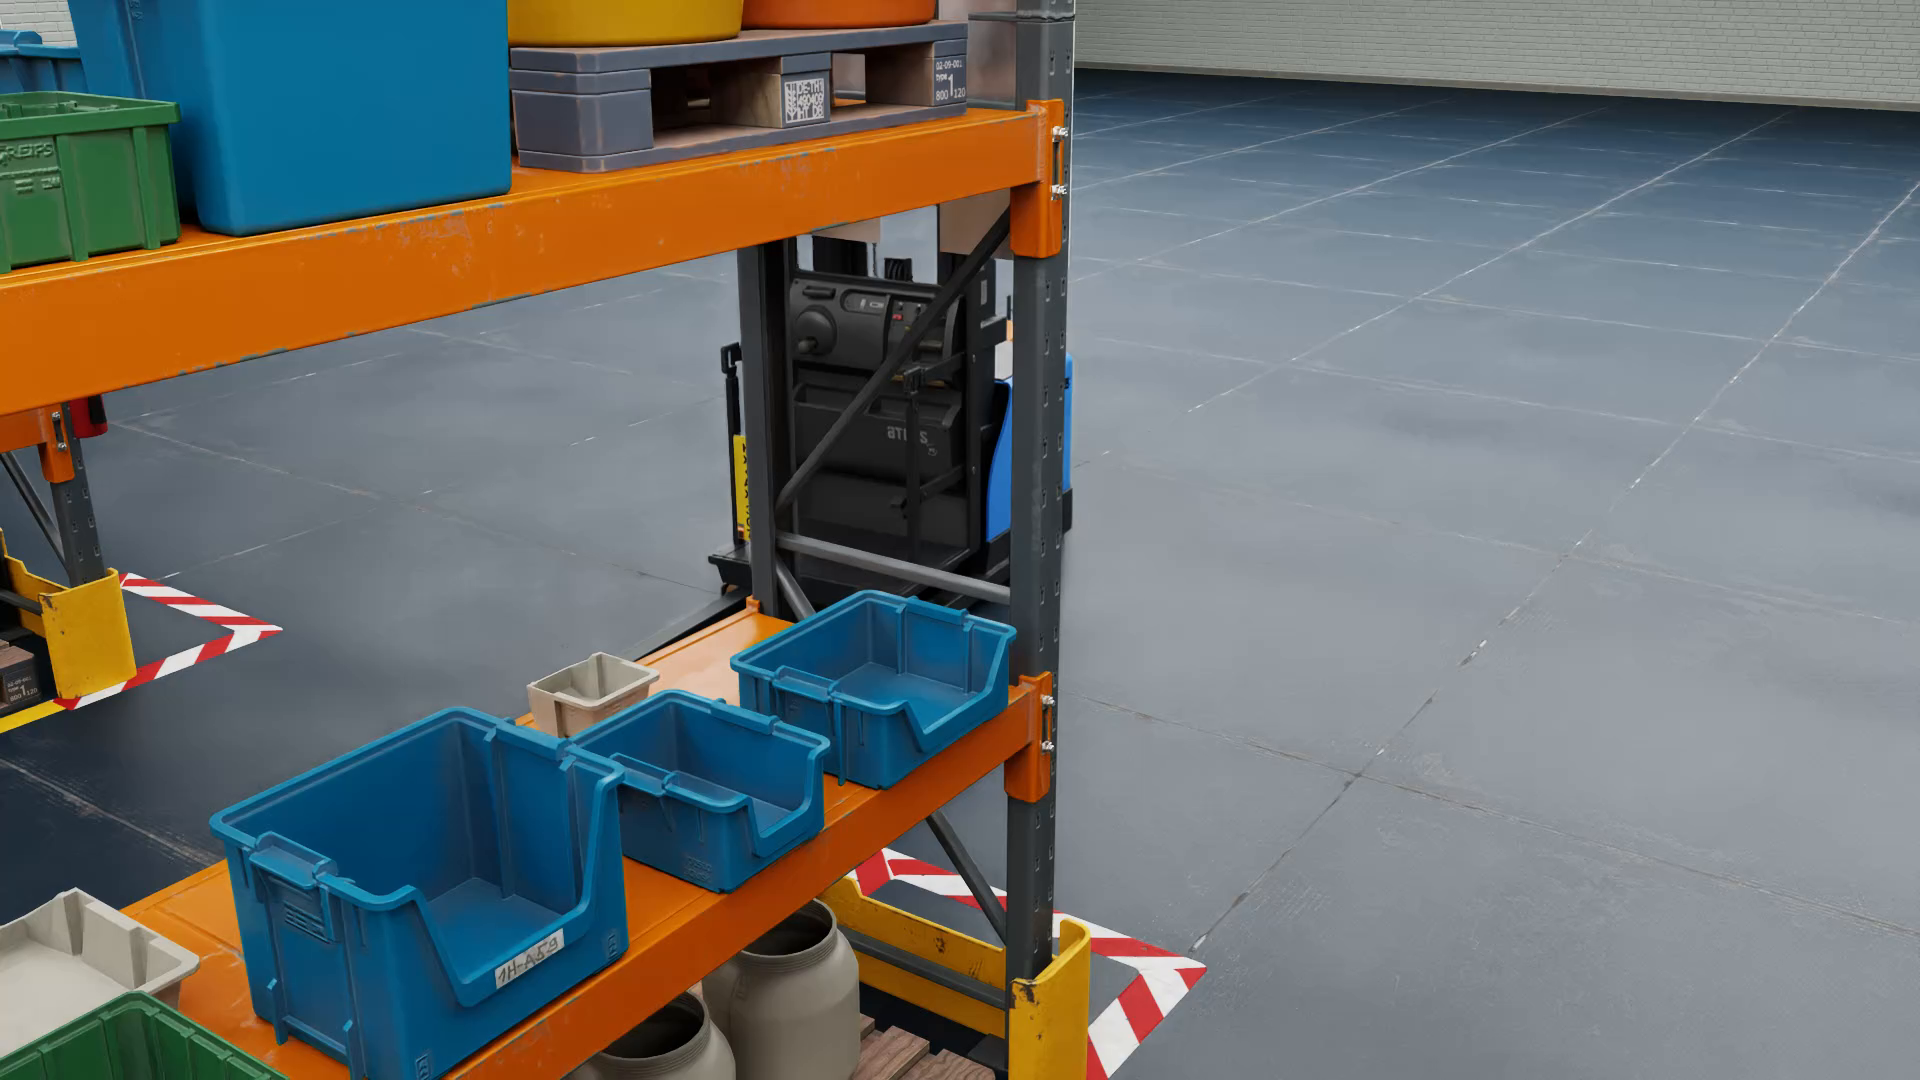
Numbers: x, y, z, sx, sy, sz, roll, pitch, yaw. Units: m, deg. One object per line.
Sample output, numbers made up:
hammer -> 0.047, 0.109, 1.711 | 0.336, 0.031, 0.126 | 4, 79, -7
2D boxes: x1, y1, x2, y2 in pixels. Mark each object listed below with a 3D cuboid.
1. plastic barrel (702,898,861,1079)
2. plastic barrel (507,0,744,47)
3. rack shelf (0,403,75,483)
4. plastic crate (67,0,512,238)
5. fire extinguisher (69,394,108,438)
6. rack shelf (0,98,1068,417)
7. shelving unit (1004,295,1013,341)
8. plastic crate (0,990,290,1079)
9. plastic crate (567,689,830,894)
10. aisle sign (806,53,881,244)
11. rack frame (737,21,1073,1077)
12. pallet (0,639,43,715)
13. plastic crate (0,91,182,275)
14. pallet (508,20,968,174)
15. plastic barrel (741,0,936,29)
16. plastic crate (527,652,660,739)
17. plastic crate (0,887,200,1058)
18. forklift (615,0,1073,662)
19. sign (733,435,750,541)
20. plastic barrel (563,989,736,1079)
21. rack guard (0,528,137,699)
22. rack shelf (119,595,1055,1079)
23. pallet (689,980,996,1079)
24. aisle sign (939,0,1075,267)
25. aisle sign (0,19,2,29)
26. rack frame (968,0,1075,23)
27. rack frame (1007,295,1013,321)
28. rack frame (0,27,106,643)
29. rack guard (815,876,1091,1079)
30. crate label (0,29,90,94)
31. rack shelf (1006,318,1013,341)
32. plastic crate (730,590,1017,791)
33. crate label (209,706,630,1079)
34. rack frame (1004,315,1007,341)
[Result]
plastic barrel -> -0.482, 1.262, 4.510 | 0.421, 0.512, 0.421 | 0, 20, 0
plastic barrel -> -0.711, -1.252, 3.124 | 0.600, 0.588, 0.600 | 0, 20, 0
rack shelf -> -5.396, 0.034, 5.886 | 1.077, 0.370, 4.000 | 13, 24, 32
plastic crate -> -0.998, -0.705, 2.546 | 0.392, 0.384, 0.575 | 13, 24, 32
fire extinguisher -> -3.826, -0.784, 7.172 | 0.296, 0.674, 0.183 | 13, 24, 32
rack shelf -> -1.300, -0.407, 2.755 | 1.077, 0.370, 4.000 | 13, 24, 32
shelving unit -> 0.265, -0.763, 9.597 | 0.258, 1.200, 0.503 | 11, 23, 26
plastic crate -> -1.427, 1.001, 2.540 | 0.450, 0.188, 0.662 | 13, 24, 32
plastic crate -> -0.579, 0.546, 3.681 | 0.499, 0.251, 0.408 | 13, 24, 32
aisle sign -> -0.377, -1.208, 4.461 | 0.394, 0.787, 0.004 | 13, 24, 32
rack frame -> -0.175, 0.089, 4.702 | 1.000, 3.000, 0.127 | 13, 24, 32
pallet -> -4.800, 0.679, 7.126 | 1.003, 0.211, 1.213 | 13, 24, 32
plastic crate -> -1.312, -0.471, 2.196 | 0.336, 0.188, 0.450 | 13, 24, 32
pallet -> -0.721, -1.011, 3.624 | 1.003, 0.211, 1.213 | 13, 24, 32
plastic barrel -> -0.344, -1.552, 3.590 | 0.600, 0.830, 0.708 | 13, 24, 32
plastic crate -> -0.945, 0.406, 4.223 | 0.298, 0.136, 0.250 | 13, 24, 32
plastic crate -> -1.721, 0.845, 3.038 | 0.530, 0.136, 0.437 | 13, 24, 32
forklift -> -0.523, -1.020, 7.799 | 1.130, 2.935, 3.031 | 11, 23, 26
sign -> -0.628, -0.150, 4.947 | 0.100, 0.325, 0.005 | 13, 24, 32
plastic barrel -> -0.764, 1.406, 4.121 | 0.421, 0.512, 0.421 | 0, 20, 0
rack guard -> -4.314, 0.317, 7.688 | 1.175, 0.500, 0.348 | 13, 24, 32
rack shelf -> -1.300, 1.000, 3.275 | 1.077, 0.370, 4.000 | 13, 24, 32
pallet -> -0.640, 1.660, 4.474 | 1.003, 0.211, 1.213 | 13, 24, 32
aisle sign -> 0.111, -1.093, 4.150 | 0.394, 0.787, 0.004 | 13, 24, 32
aisle sign -> -3.989, -2.056, 6.752 | 0.394, 0.787, 0.004 | 13, 24, 32
rack frame -> -0.175, -2.725, 3.661 | 1.000, 3.000, 0.127 | 13, 24, 32
rack frame -> 0.381, -0.837, 9.799 | 0.240, 1.200, 0.015 | 11, 23, 26
rack frame -> -4.272, -0.877, 7.313 | 1.000, 3.000, 0.127 | 13, 24, 32
rack guard -> -0.179, 1.292, 5.051 | 1.175, 0.500, 0.348 | 13, 24, 32
crate label -> -1.501, -0.776, 2.929 | 0.502, 0.251, 0.408 | 13, 24, 32
rack shelf -> 0.265, -1.131, 9.461 | 0.258, 0.148, 0.480 | 11, 23, 26
plastic crate -> -0.209, 0.360, 4.181 | 0.499, 0.251, 0.616 | 13, 24, 32
crate label -> -0.986, 0.653, 3.125 | 0.502, 0.435, 0.616 | 13, 24, 32
rack frame -> 0.149, -0.688, 9.396 | 0.240, 1.200, 0.015 | 11, 23, 26
